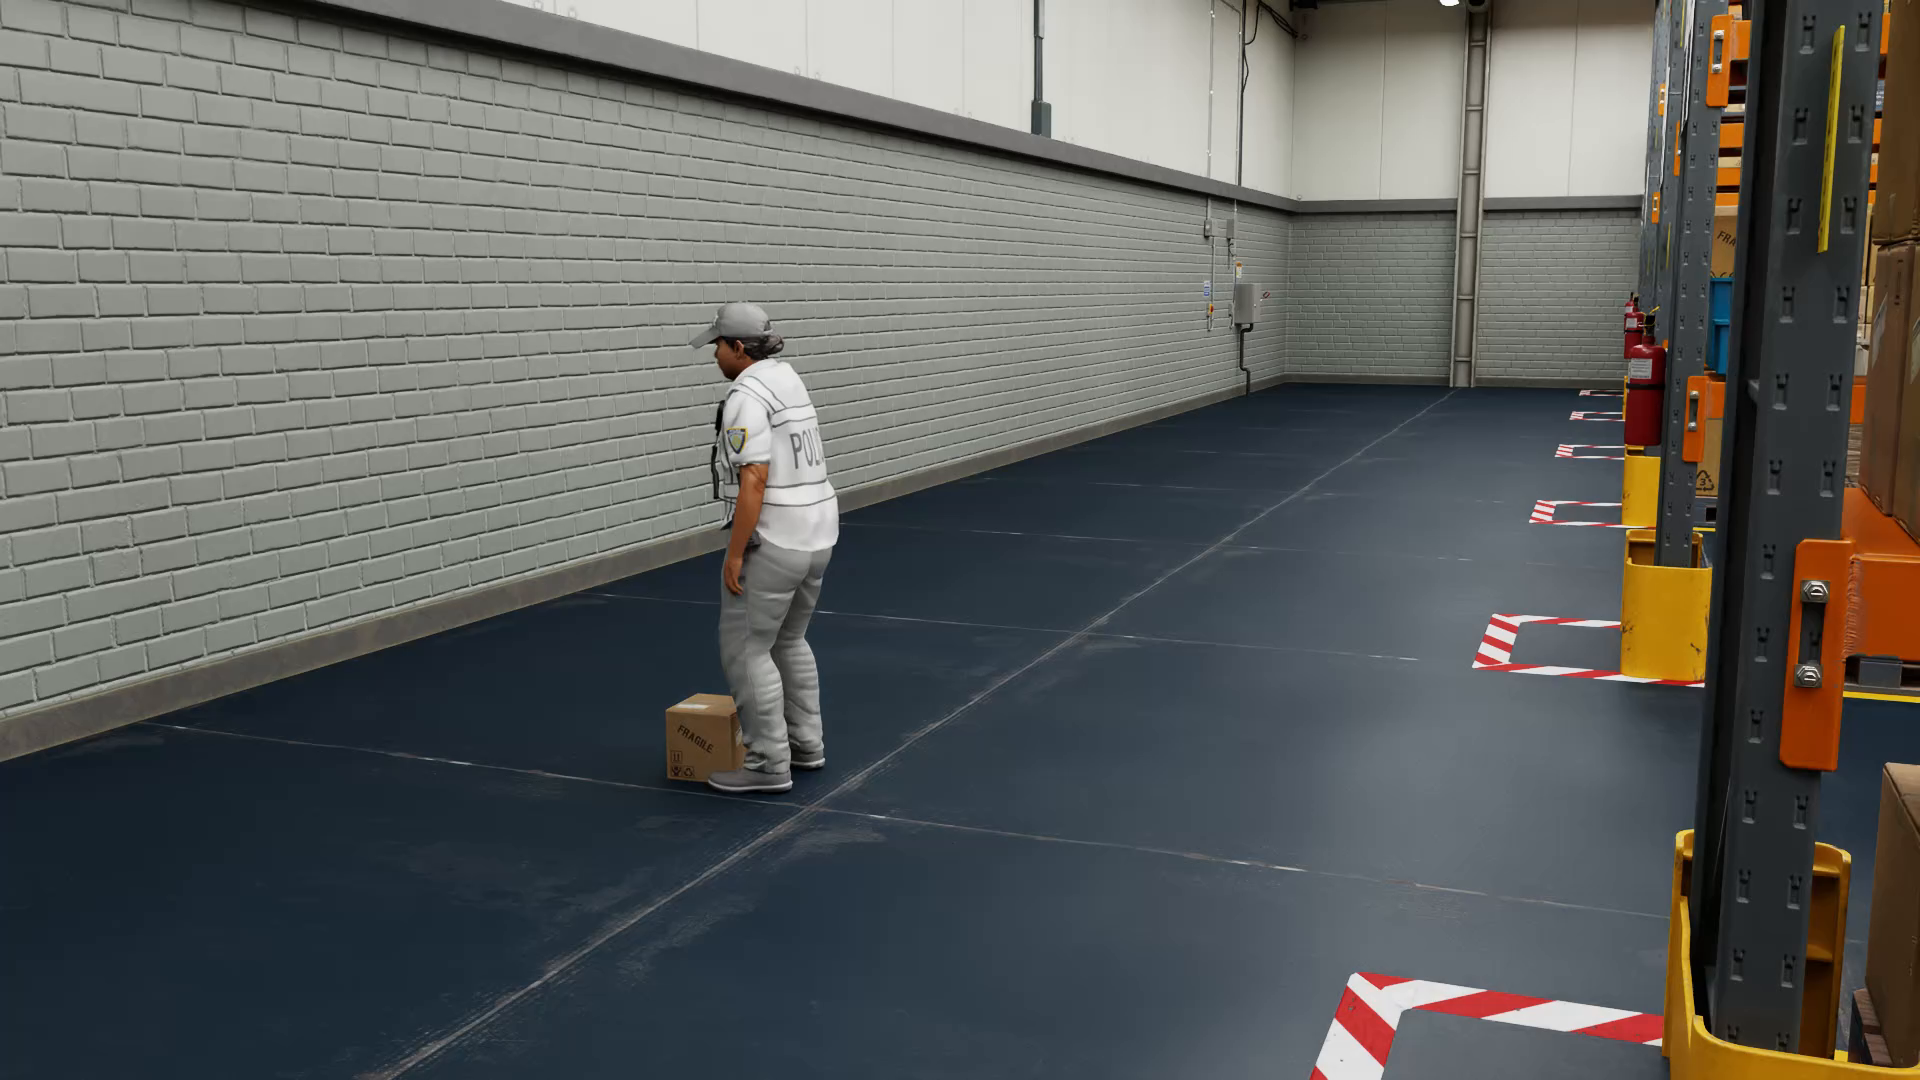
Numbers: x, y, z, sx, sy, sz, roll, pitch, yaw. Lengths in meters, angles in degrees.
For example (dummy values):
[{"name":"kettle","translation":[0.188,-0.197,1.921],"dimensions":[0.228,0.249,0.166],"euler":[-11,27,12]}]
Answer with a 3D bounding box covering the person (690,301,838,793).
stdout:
[{"name":"person","translation":[-0.670,0.018,5.723],"dimensions":[0.470,1.665,0.560],"euler":[3,9,18]}]
